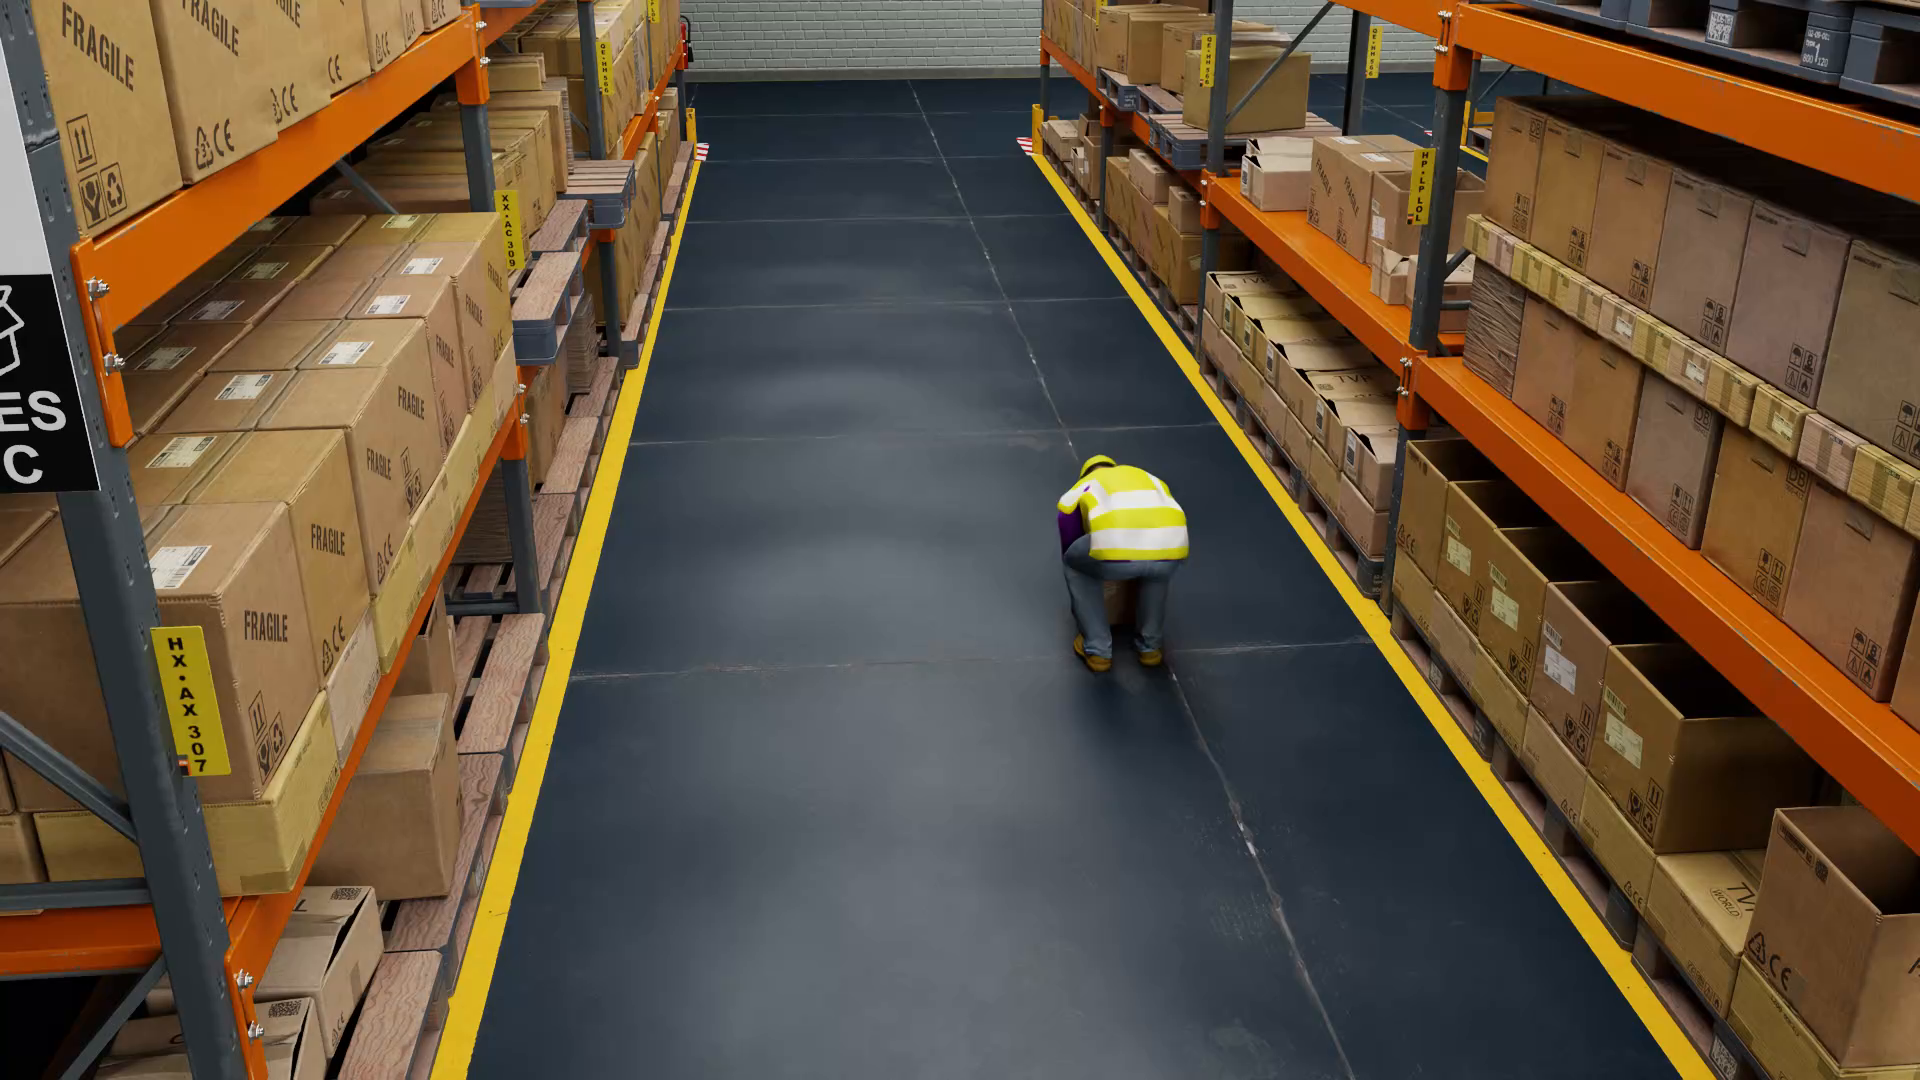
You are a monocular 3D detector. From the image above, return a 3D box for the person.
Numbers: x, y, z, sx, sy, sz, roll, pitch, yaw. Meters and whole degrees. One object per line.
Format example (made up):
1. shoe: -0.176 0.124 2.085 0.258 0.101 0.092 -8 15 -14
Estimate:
1. person: 0.711 0.087 7.546 0.507 0.862 0.968 -3 24 -7
